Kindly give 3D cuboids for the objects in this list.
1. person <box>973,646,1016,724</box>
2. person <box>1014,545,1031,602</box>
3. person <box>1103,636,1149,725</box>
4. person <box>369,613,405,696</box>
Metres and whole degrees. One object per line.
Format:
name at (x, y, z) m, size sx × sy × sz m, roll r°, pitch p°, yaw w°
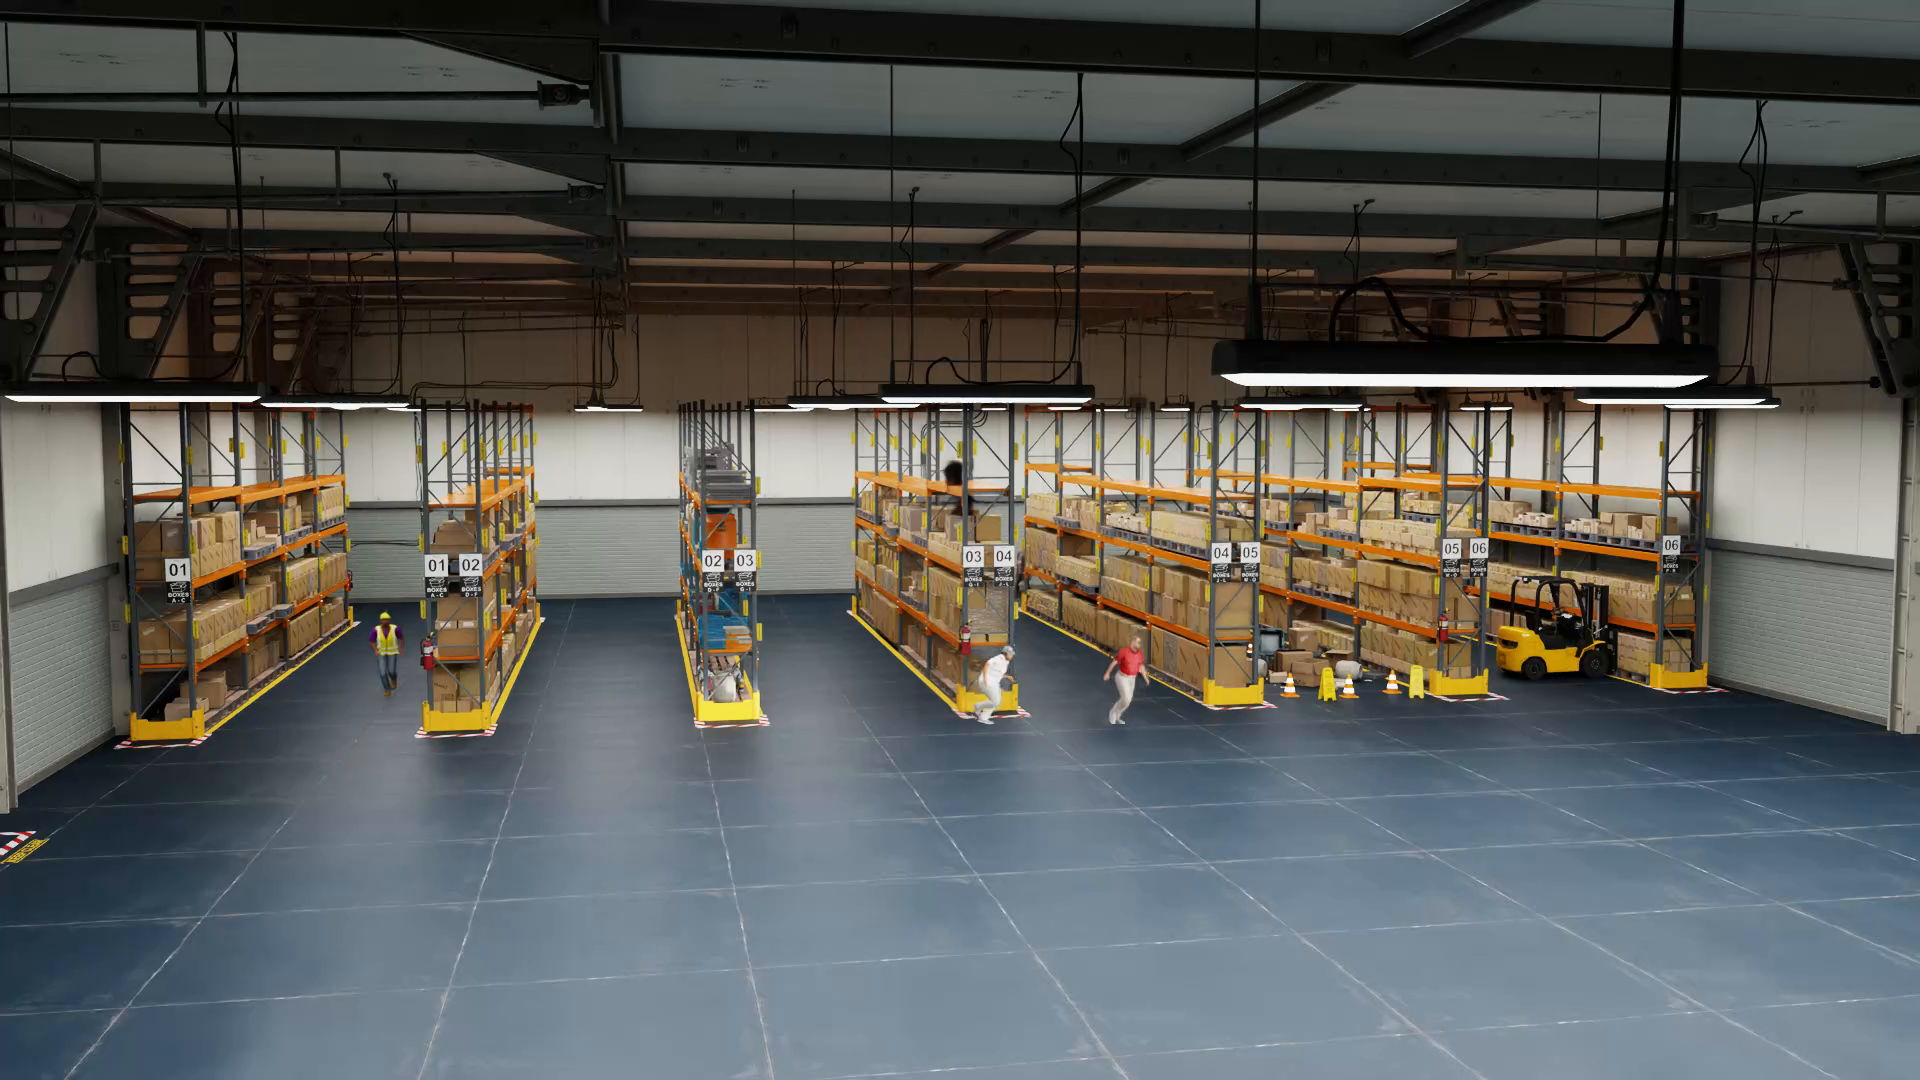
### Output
person at (0.658, 2.685, 30.653) m, size 0.793 × 1.487 × 0.628 m, roll 2°, pitch 5°, yaw 20°
person at (1.903, 1.036, 50.325) m, size 0.684 × 1.845 × 0.865 m, roll 3°, pitch 5°, yaw 34°
person at (3.079, 2.577, 30.597) m, size 0.663 × 1.668 × 0.708 m, roll -4°, pitch 6°, yaw -39°
person at (-11.636, 2.322, 33.768) m, size 0.688 × 1.711 × 0.633 m, roll -1°, pitch 4°, yaw -15°
